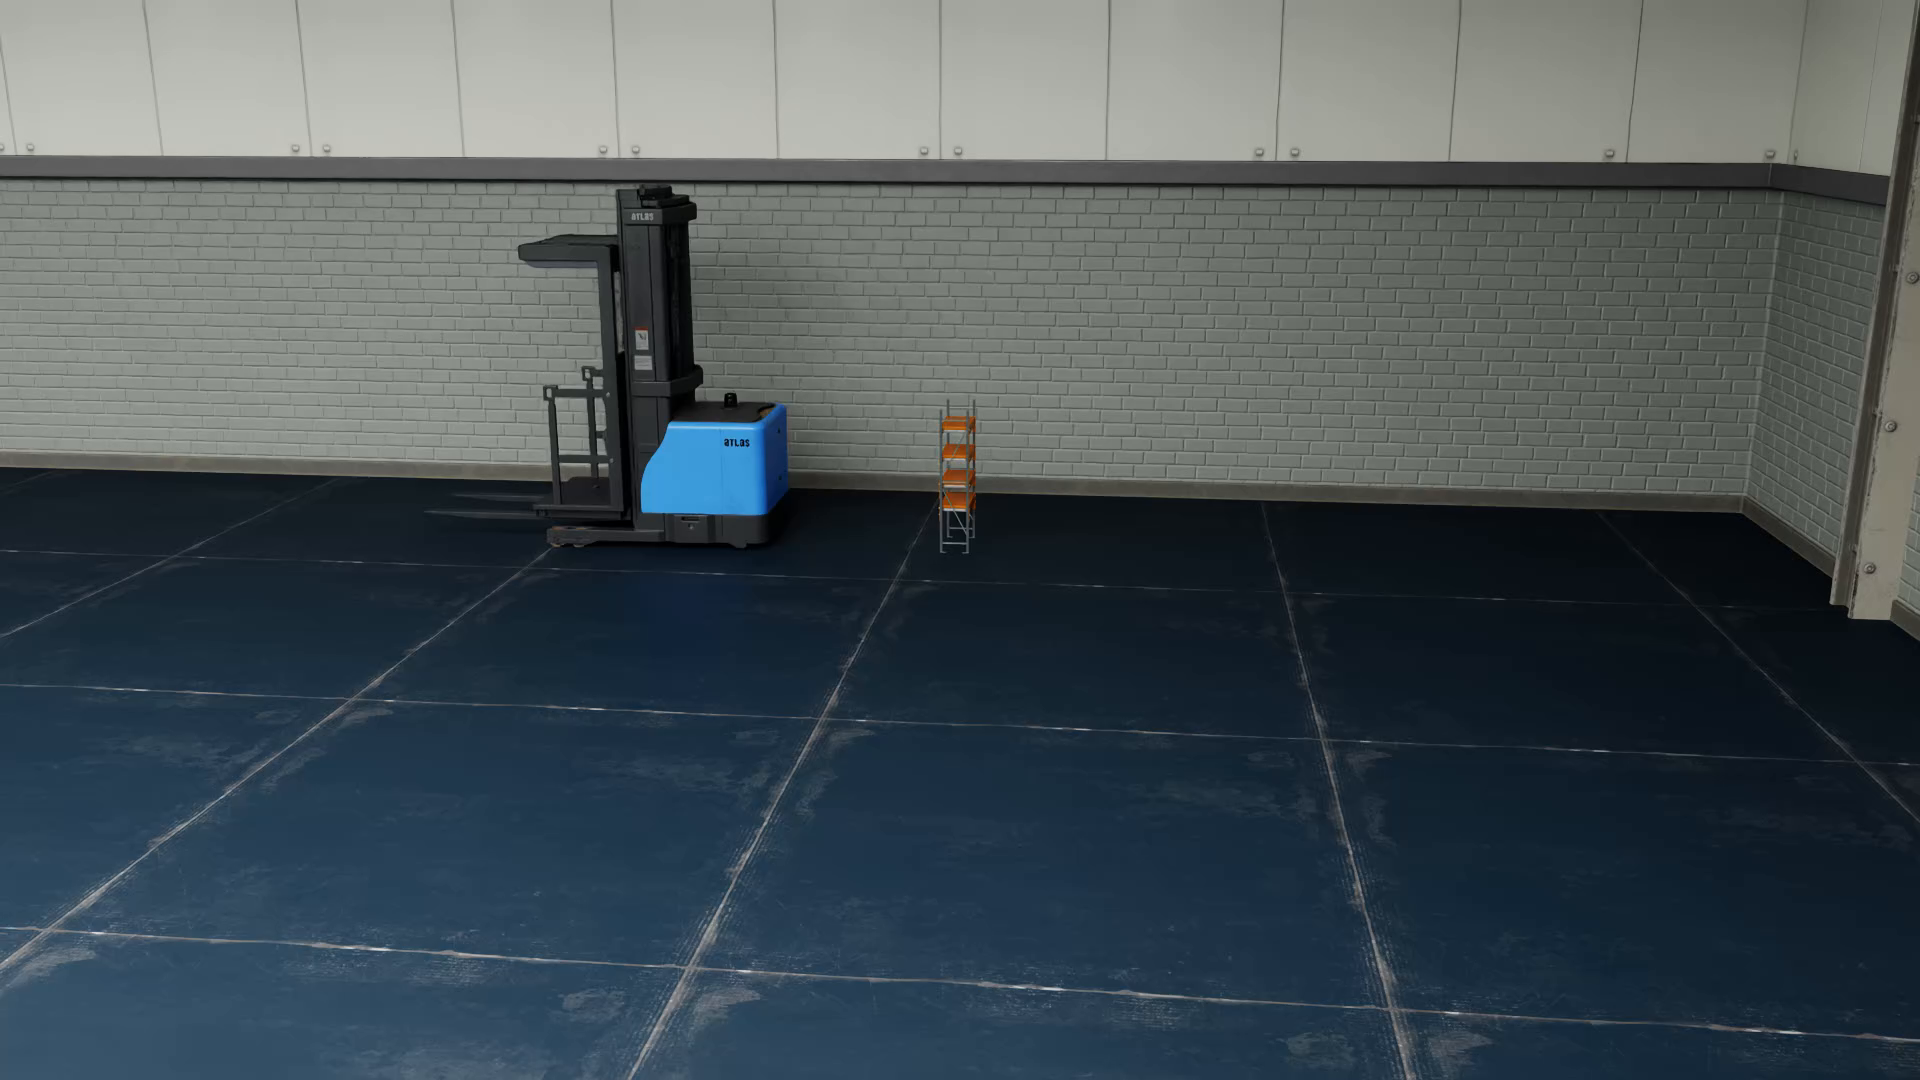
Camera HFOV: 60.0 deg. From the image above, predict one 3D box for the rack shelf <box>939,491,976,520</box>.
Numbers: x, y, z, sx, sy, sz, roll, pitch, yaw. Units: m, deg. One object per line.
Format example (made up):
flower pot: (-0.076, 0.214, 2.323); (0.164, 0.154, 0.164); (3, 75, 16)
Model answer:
rack shelf: (-0.019, -0.280, 13.916); (0.258, 0.148, 0.480); (2, 15, 6)

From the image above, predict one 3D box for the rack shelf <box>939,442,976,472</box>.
rack shelf: (-0.019, -0.687, 13.806); (0.258, 0.148, 0.480); (2, 15, 6)

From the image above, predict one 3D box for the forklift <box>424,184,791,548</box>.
forklift: (-3.044, -1.489, 14.052); (3.031, 2.935, 1.130); (2, 15, 6)

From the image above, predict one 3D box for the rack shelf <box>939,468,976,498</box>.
rack shelf: (-0.019, -0.471, 13.864); (0.258, 0.148, 0.480); (2, 15, 6)

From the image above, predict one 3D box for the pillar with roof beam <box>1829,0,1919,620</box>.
pillar with roof beam: (2.352, -3.948, 11.523); (9.100, 9.000, 0.400); (2, 15, 6)

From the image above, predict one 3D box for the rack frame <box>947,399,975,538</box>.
rack frame: (0.009, -0.600, 14.081); (0.240, 1.200, 0.015); (2, 15, 6)

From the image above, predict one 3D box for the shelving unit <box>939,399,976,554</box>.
shelving unit: (-0.019, -0.536, 13.847); (0.258, 1.200, 0.503); (2, 15, 6)

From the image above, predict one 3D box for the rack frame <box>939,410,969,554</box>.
rack frame: (-0.046, -0.473, 13.613); (0.240, 1.200, 0.015); (2, 15, 6)

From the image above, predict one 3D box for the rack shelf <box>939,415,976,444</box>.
rack shelf: (-0.019, -0.916, 13.744); (0.258, 0.148, 0.480); (2, 15, 6)
